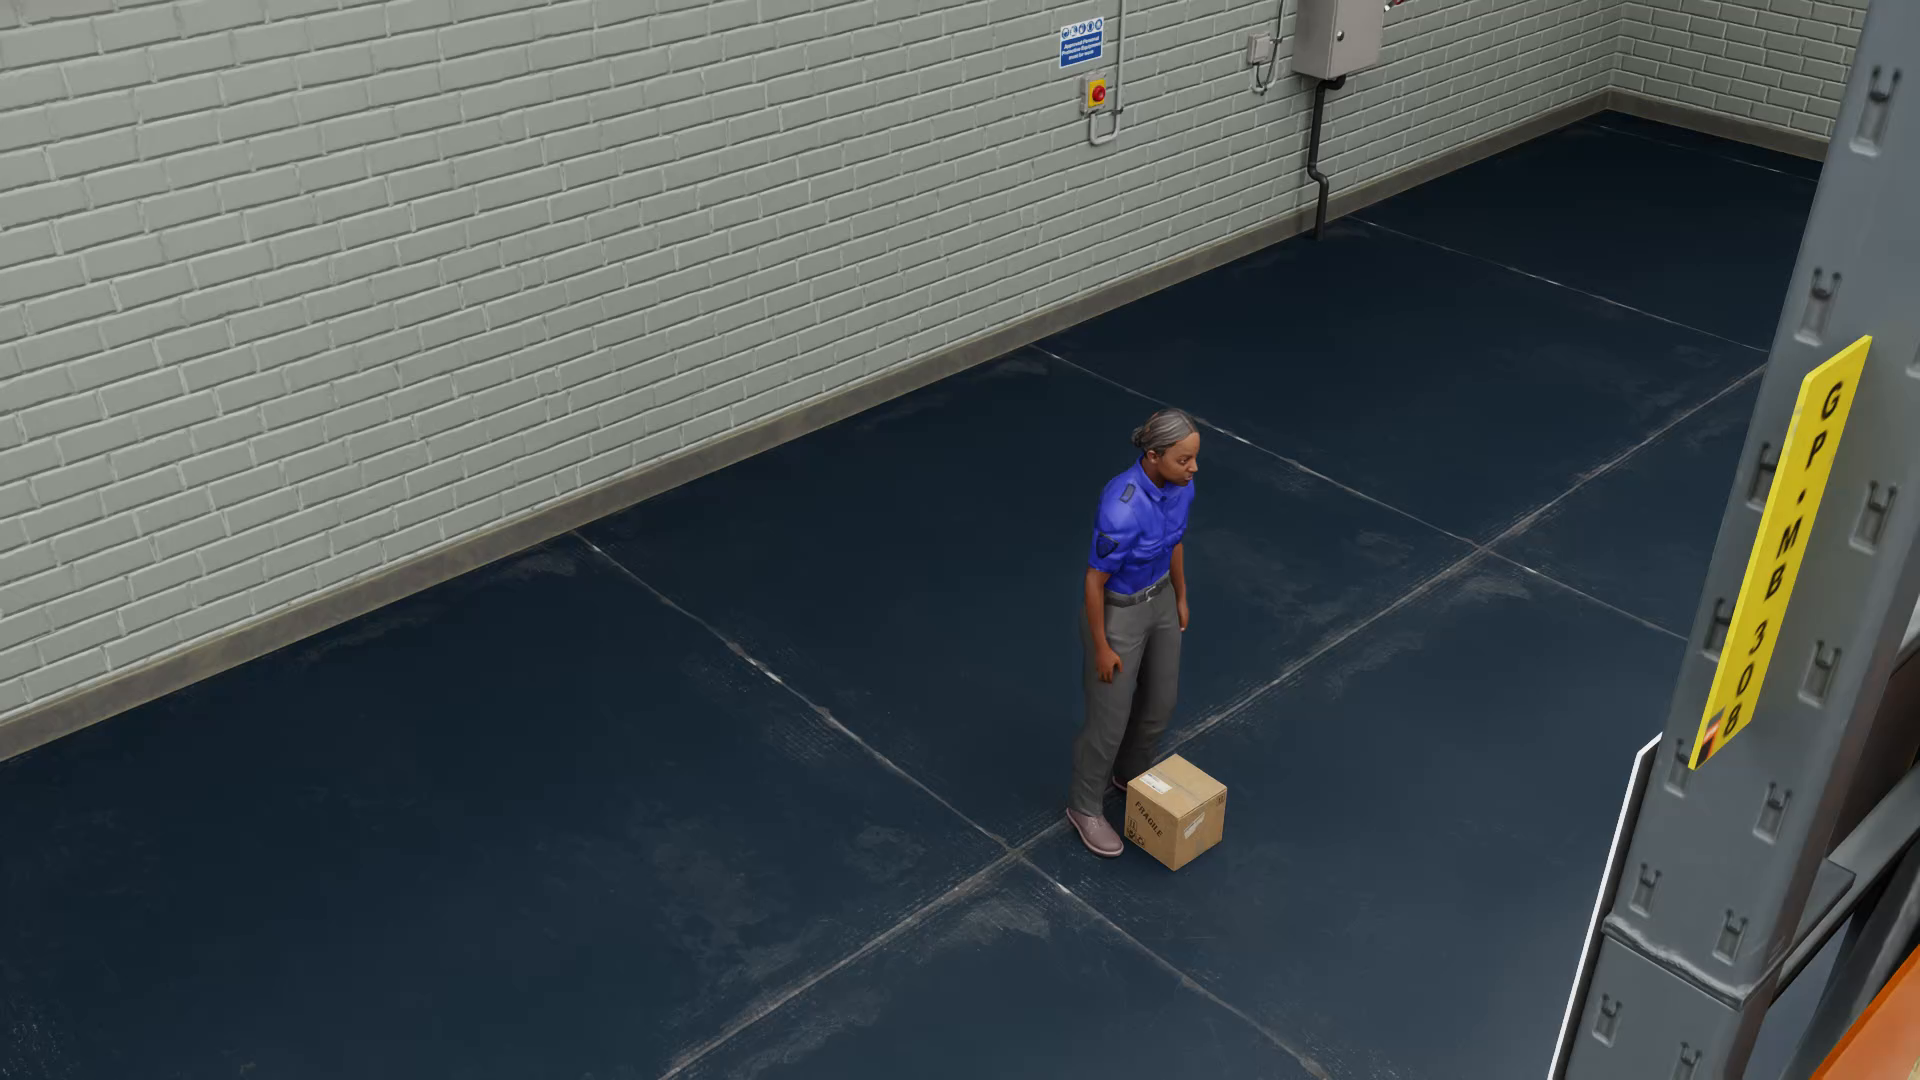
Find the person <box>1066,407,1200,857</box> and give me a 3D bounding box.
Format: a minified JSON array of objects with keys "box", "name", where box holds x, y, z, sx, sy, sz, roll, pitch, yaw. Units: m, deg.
[{"box":[0.601,0.284,5.685,0.349,1.655,0.532,27,41,36],"name":"person"}]
